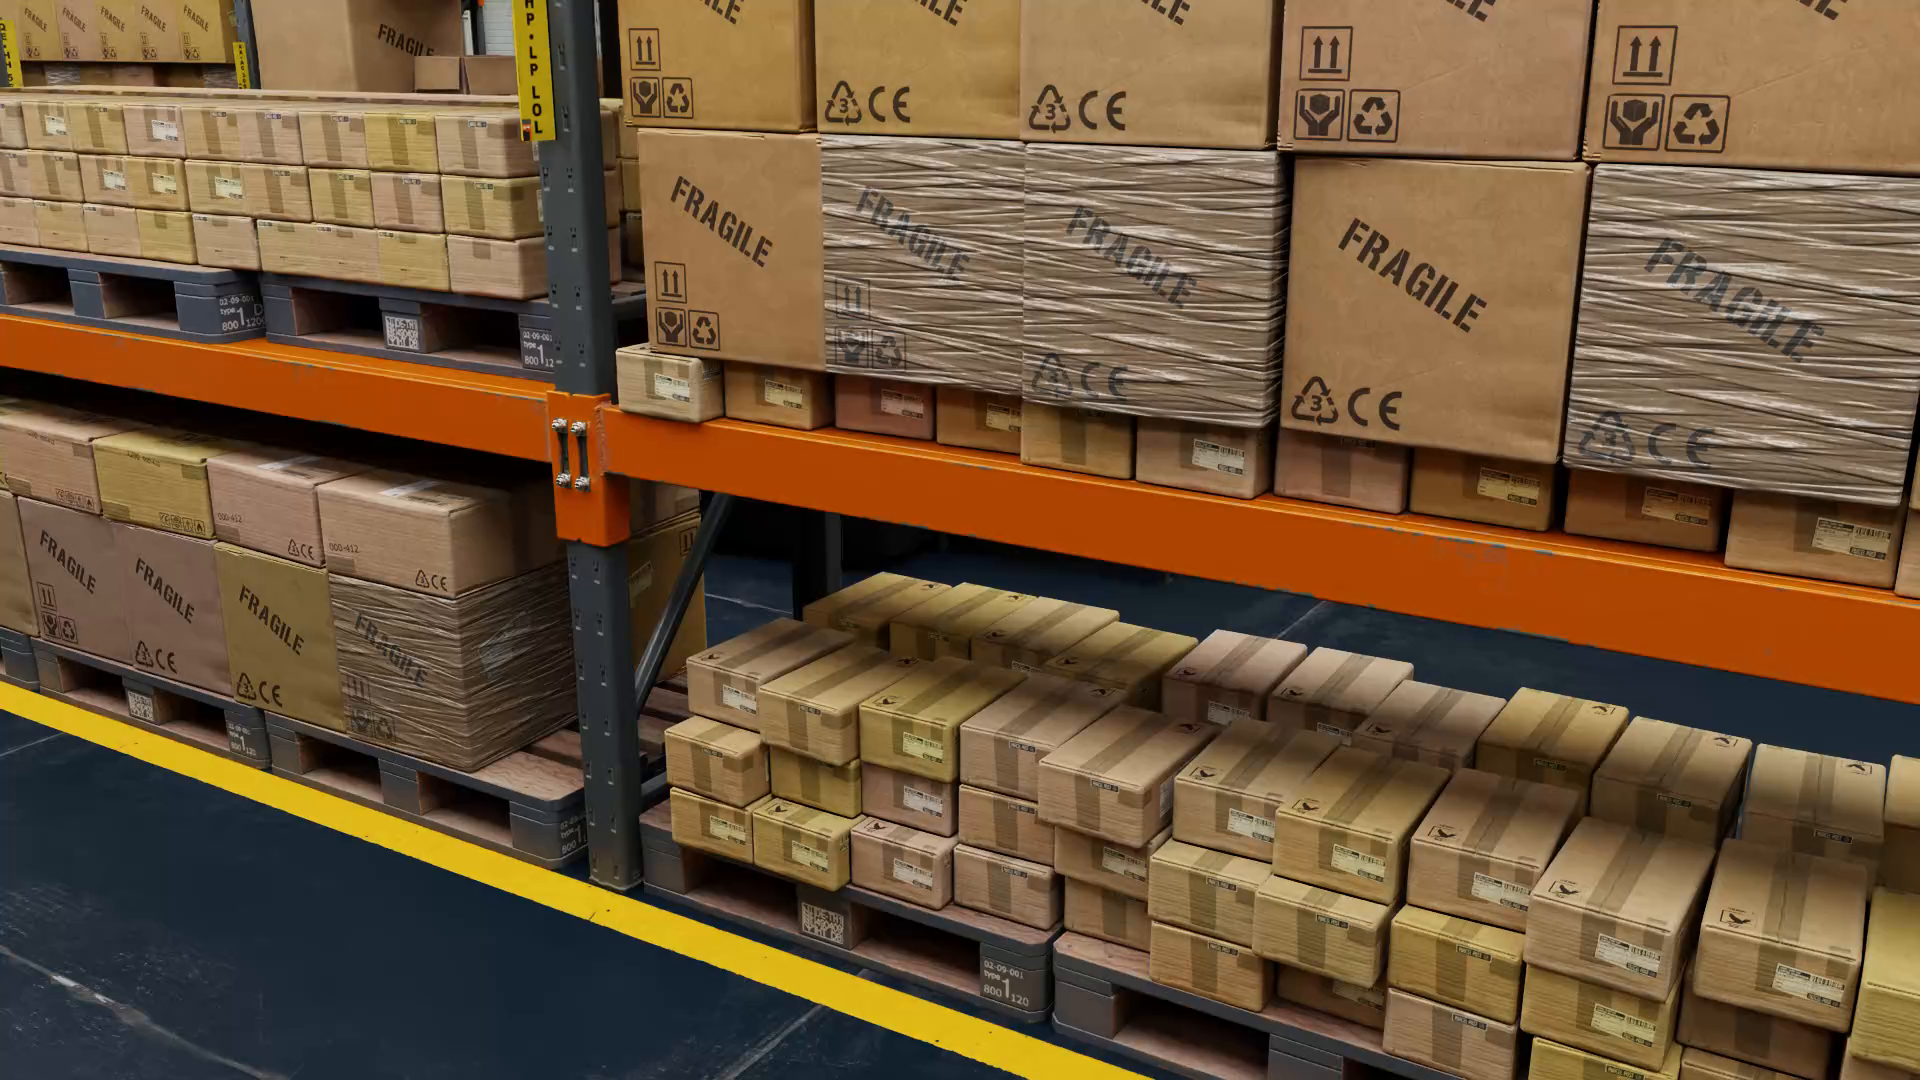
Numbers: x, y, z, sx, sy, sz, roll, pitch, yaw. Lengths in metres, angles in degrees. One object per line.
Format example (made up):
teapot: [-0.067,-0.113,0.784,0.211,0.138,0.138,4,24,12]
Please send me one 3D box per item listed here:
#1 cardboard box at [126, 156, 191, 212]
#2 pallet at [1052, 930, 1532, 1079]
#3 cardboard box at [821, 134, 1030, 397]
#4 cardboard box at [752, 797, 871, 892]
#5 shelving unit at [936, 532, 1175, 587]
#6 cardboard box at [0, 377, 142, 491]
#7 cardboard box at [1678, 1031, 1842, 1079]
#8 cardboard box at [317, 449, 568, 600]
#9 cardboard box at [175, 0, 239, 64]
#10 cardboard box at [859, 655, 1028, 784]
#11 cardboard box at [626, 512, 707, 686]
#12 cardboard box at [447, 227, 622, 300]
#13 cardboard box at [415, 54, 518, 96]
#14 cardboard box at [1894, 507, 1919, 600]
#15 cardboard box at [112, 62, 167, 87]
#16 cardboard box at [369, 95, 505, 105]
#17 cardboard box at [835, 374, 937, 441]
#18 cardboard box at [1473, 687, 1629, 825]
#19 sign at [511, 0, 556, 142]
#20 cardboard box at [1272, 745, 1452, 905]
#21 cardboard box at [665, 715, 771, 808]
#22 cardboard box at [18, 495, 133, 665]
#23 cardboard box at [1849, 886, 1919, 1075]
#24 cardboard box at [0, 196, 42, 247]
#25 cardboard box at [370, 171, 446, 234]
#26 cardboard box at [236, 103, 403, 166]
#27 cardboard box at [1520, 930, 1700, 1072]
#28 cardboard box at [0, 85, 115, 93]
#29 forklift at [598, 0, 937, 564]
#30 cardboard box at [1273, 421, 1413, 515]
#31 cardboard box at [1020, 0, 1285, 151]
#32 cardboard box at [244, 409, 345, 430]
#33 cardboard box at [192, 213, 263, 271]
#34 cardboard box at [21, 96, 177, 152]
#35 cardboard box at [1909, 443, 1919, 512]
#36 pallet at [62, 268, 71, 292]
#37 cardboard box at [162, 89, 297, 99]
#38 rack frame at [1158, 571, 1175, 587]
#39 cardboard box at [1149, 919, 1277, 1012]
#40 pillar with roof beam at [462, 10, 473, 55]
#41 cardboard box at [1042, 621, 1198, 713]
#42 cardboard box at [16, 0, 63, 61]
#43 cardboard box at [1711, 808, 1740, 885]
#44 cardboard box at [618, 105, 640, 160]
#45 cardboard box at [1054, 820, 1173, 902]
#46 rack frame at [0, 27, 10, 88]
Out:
cardboard box: [-2.232,-1.077,4.962,0.250,0.149,0.380,10,20,30]
pallet: [0.970,0.971,3.822,1.213,0.211,1.003,10,20,30]
cardboard box: [0.051,-0.621,3.581,0.500,0.500,0.500,10,20,30]
cardboard box: [-0.296,0.696,4.110,0.250,0.149,0.380,11,20,32]
shelving unit: [0.479,-0.481,7.028,1.048,1.125,0.538,8,19,25]
cardboard box: [-3.180,-0.372,5.734,0.500,0.250,0.500,10,19,29]
cardboard box: [1.517,0.991,3.140,0.250,0.149,0.380,10,20,31]
cardboard box: [-1.431,-0.057,4.695,0.500,0.250,0.500,10,19,29]
cardboard box: [-5.327,-3.741,12.132,0.500,0.500,0.500,10,20,30]
cardboard box: [-0.034,0.423,3.987,0.250,0.149,0.380,10,19,29]
cardboard box: [-1.155,0.175,5.223,0.500,0.500,0.500,11,20,32]
cardboard box: [-1.106,-0.734,4.348,0.250,0.149,0.380,10,19,29]
cardboard box: [-3.274,-3.082,11.465,0.637,0.503,0.797,13,21,36]
cardboard box: [1.675,-0.008,2.678,0.250,0.149,0.380,11,20,32]
cardboard box: [-6.037,-3.482,12.999,0.500,0.500,0.875,10,20,30]
cardboard box: [-1.647,-1.339,5.316,0.250,0.149,0.380,10,20,30]
cardboard box: [-0.081,-0.349,3.803,0.250,0.149,0.380,9,19,28]
cardboard box: [1.344,0.486,3.781,0.250,0.149,0.380,10,20,31]
sign: [-0.952,-1.058,3.712,0.005,0.325,0.100,10,20,30]
cardboard box: [0.839,0.584,3.457,0.250,0.149,0.380,10,20,30]
cardboard box: [-0.523,0.513,4.202,0.250,0.149,0.380,11,20,33]
cardboard box: [-2.734,0.068,5.576,0.500,0.500,0.500,10,19,29]
cardboard box: [1.689,0.767,2.856,0.250,0.149,0.380,10,19,29]
cardboard box: [-2.880,-1.051,5.390,0.250,0.149,0.380,11,20,32]
cardboard box: [-1.332,-0.917,4.436,0.250,0.149,0.380,10,20,30]
cardboard box: [-1.781,-1.141,4.662,0.250,0.149,0.380,10,20,30]
cardboard box: [1.253,0.823,3.181,0.250,0.149,0.380,10,20,31]
cardboard box: [-3.415,-1.655,6.355,0.250,0.149,0.380,9,19,28]
forklift: [-1.409,-1.582,7.547,3.031,2.935,1.130,8,19,25]
cardboard box: [0.806,-0.180,3.246,0.250,0.149,0.380,11,20,32]
cardboard box: [0.455,-1.022,3.182,0.500,0.500,0.500,10,20,31]
cardboard box: [-2.043,-0.343,5.637,0.500,0.250,0.500,11,20,32]
cardboard box: [-1.993,-0.891,4.864,0.250,0.149,0.380,9,19,28]
cardboard box: [-2.660,-1.298,5.180,0.250,0.149,0.380,11,20,32]
cardboard box: [1.790,-0.308,2.551,0.500,0.500,0.500,10,19,29]
pallet: [-3.410,-1.077,6.095,1.003,0.211,1.213,10,20,30]
cardboard box: [-2.548,-1.499,5.840,0.250,0.149,0.380,10,20,30]
rack frame: [0.933,-0.414,6.809,0.032,1.125,0.500,8,19,25]
cardboard box: [0.605,0.843,3.627,0.250,0.149,0.380,10,19,29]
pillar with roof beam: [-11.860,-11.098,28.435,0.400,9.000,9.100,10,20,30]
cardboard box: [0.410,0.350,4.228,0.250,0.149,0.380,11,20,32]
cardboard box: [-7.033,-4.045,13.131,0.500,0.500,0.500,10,20,30]
cardboard box: [1.536,0.690,3.619,0.250,0.149,0.380,9,19,27]
cardboard box: [-0.759,-1.181,4.796,0.250,0.149,0.380,11,20,33]
cardboard box: [0.417,0.647,3.762,0.250,0.149,0.380,11,20,33]
rack frame: [-4.073,-1.251,6.338,0.127,3.000,1.000,10,20,30]
